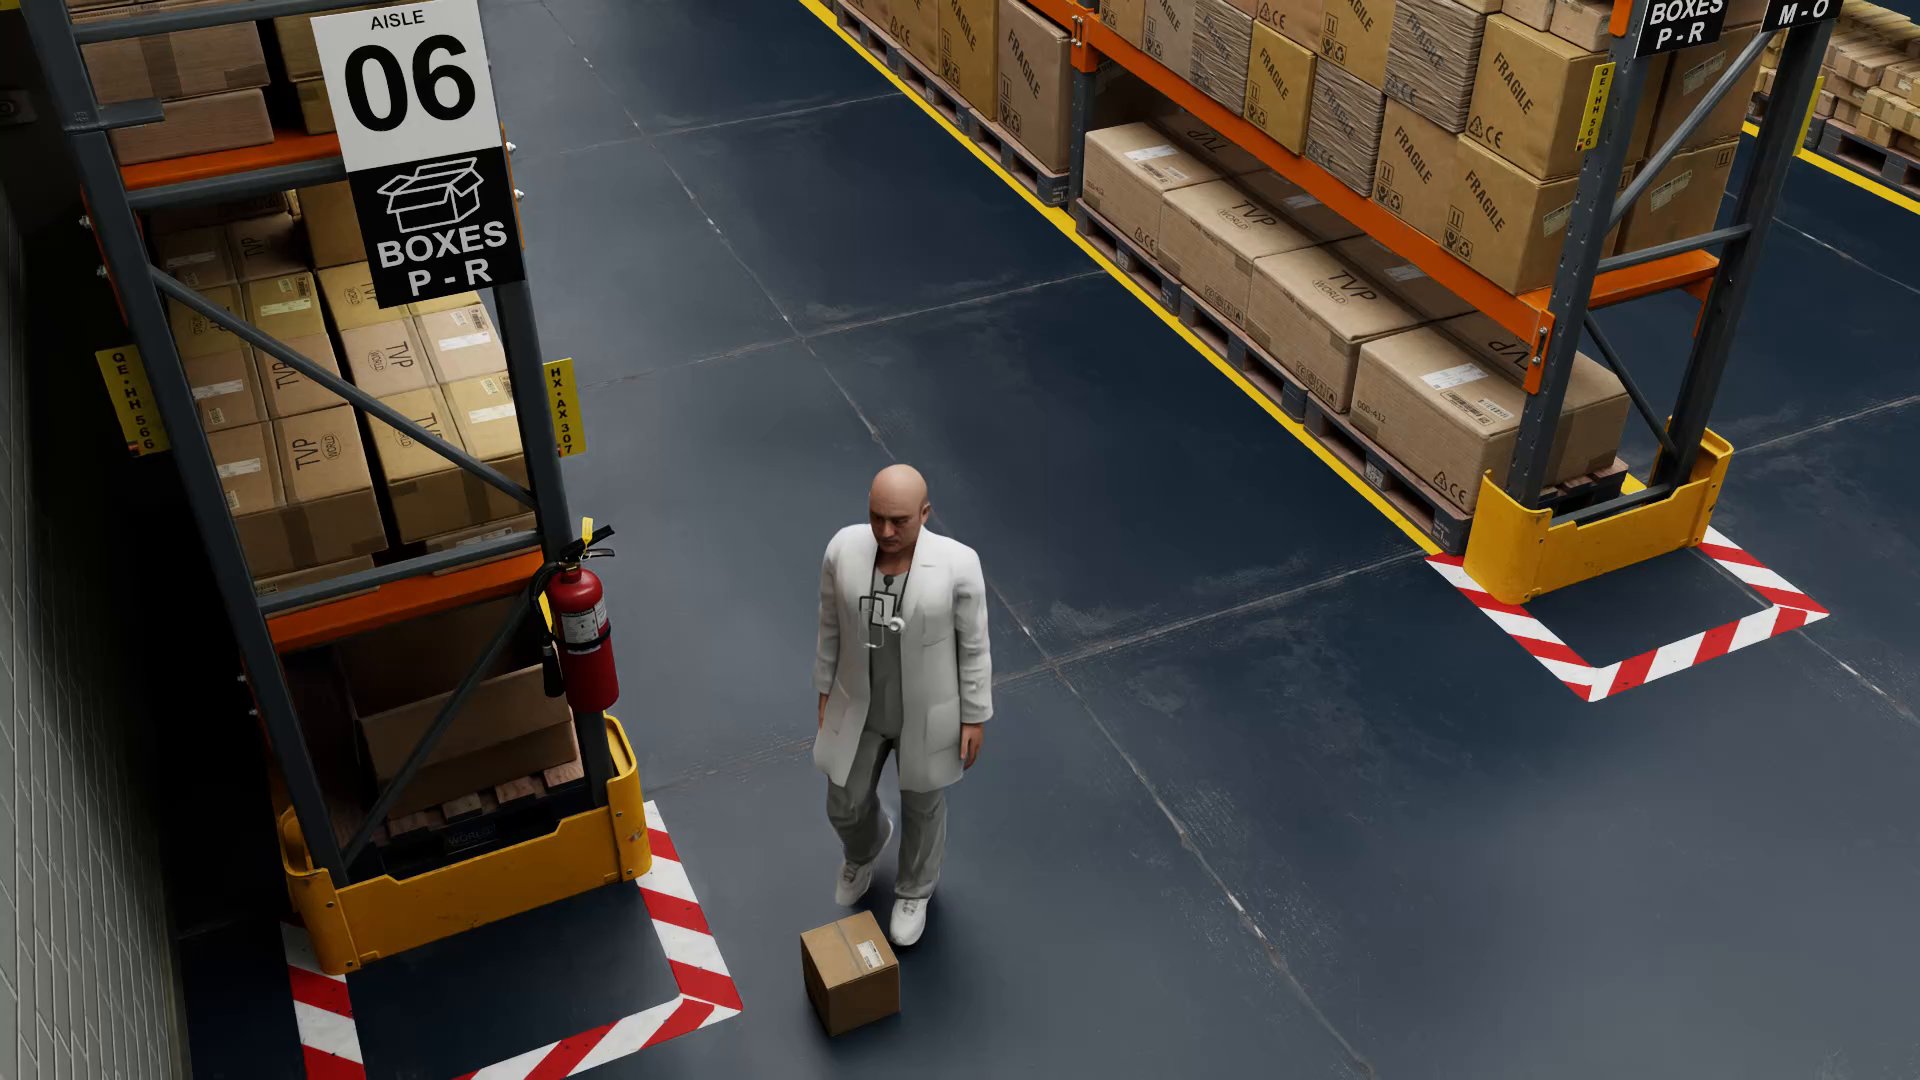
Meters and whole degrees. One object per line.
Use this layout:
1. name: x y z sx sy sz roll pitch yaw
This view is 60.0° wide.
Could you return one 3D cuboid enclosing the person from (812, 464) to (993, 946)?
1. person: -0.206 0.585 5.401 0.617 1.830 0.483 9 38 12
